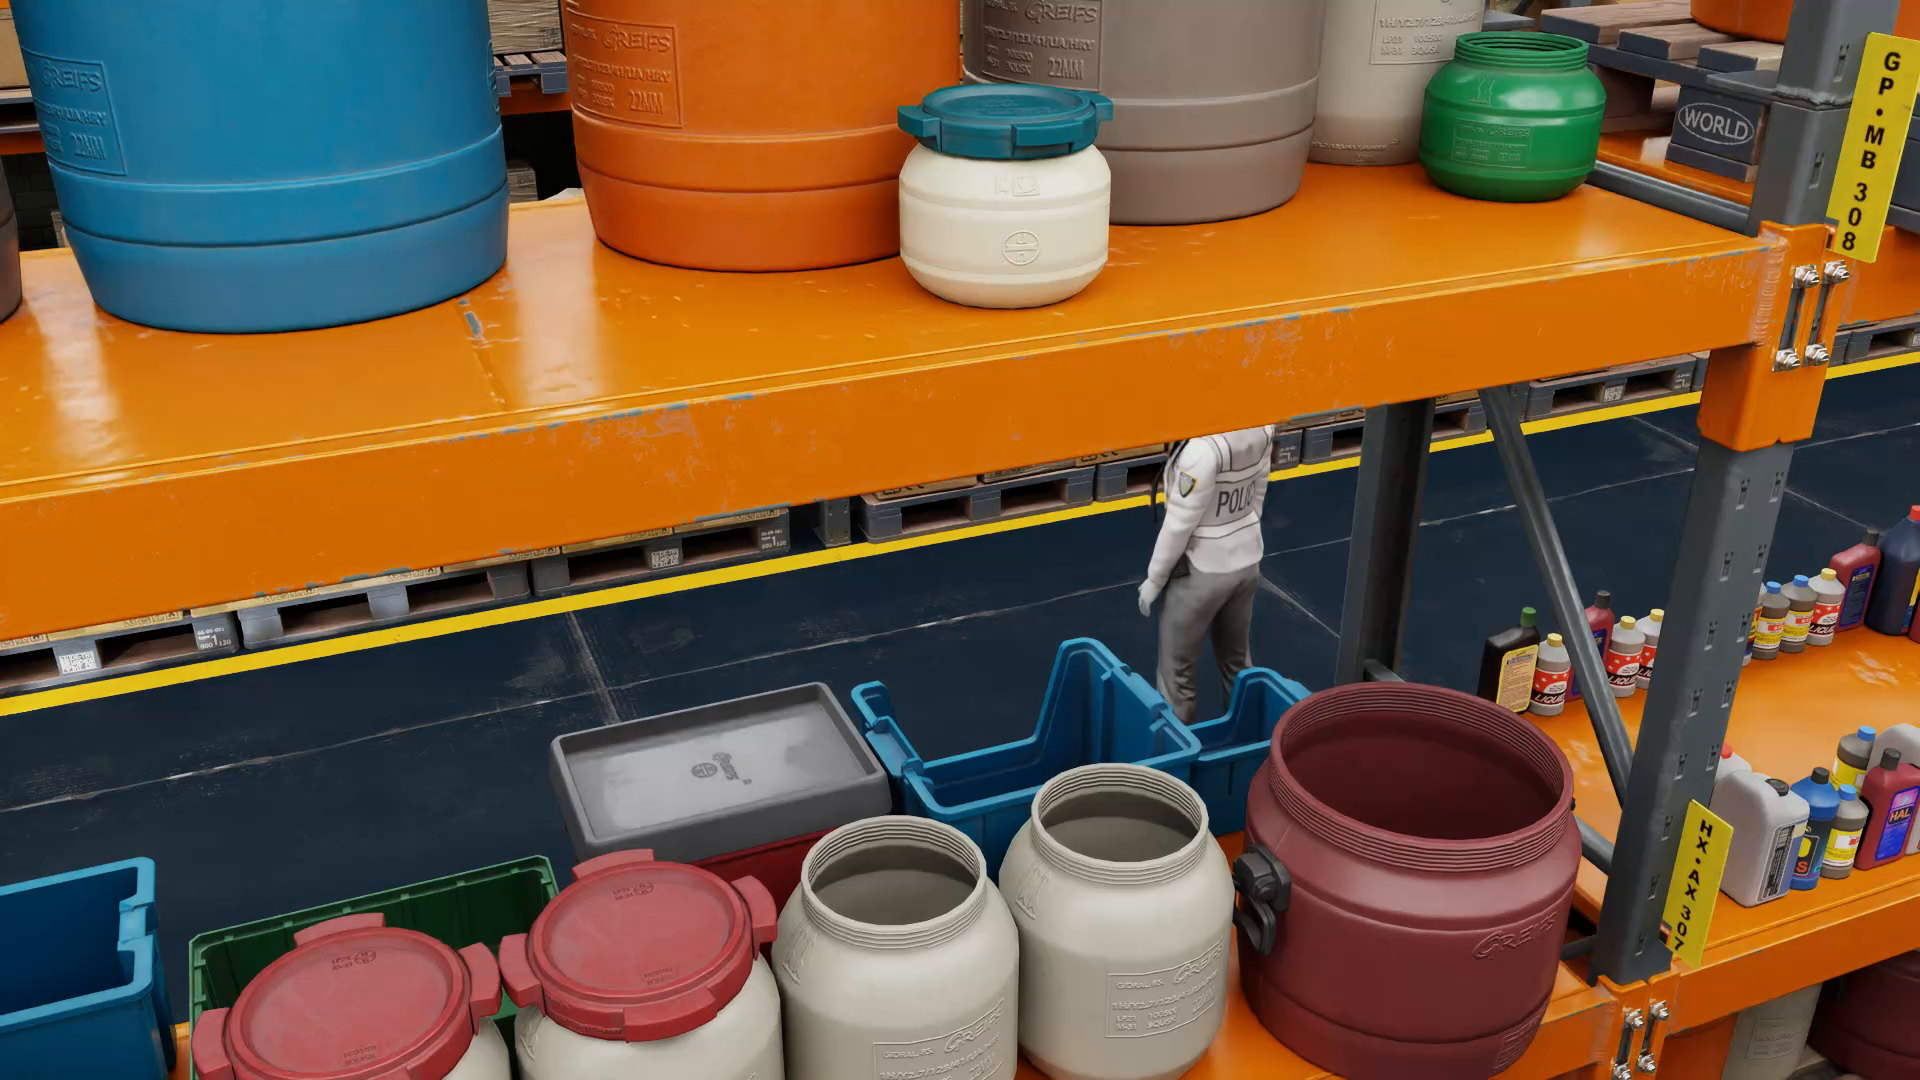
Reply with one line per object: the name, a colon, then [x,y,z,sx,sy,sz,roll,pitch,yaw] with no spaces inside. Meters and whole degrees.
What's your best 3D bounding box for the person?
person: [0.843,0.094,5.844,0.432,1.686,0.533,23,34,39]
